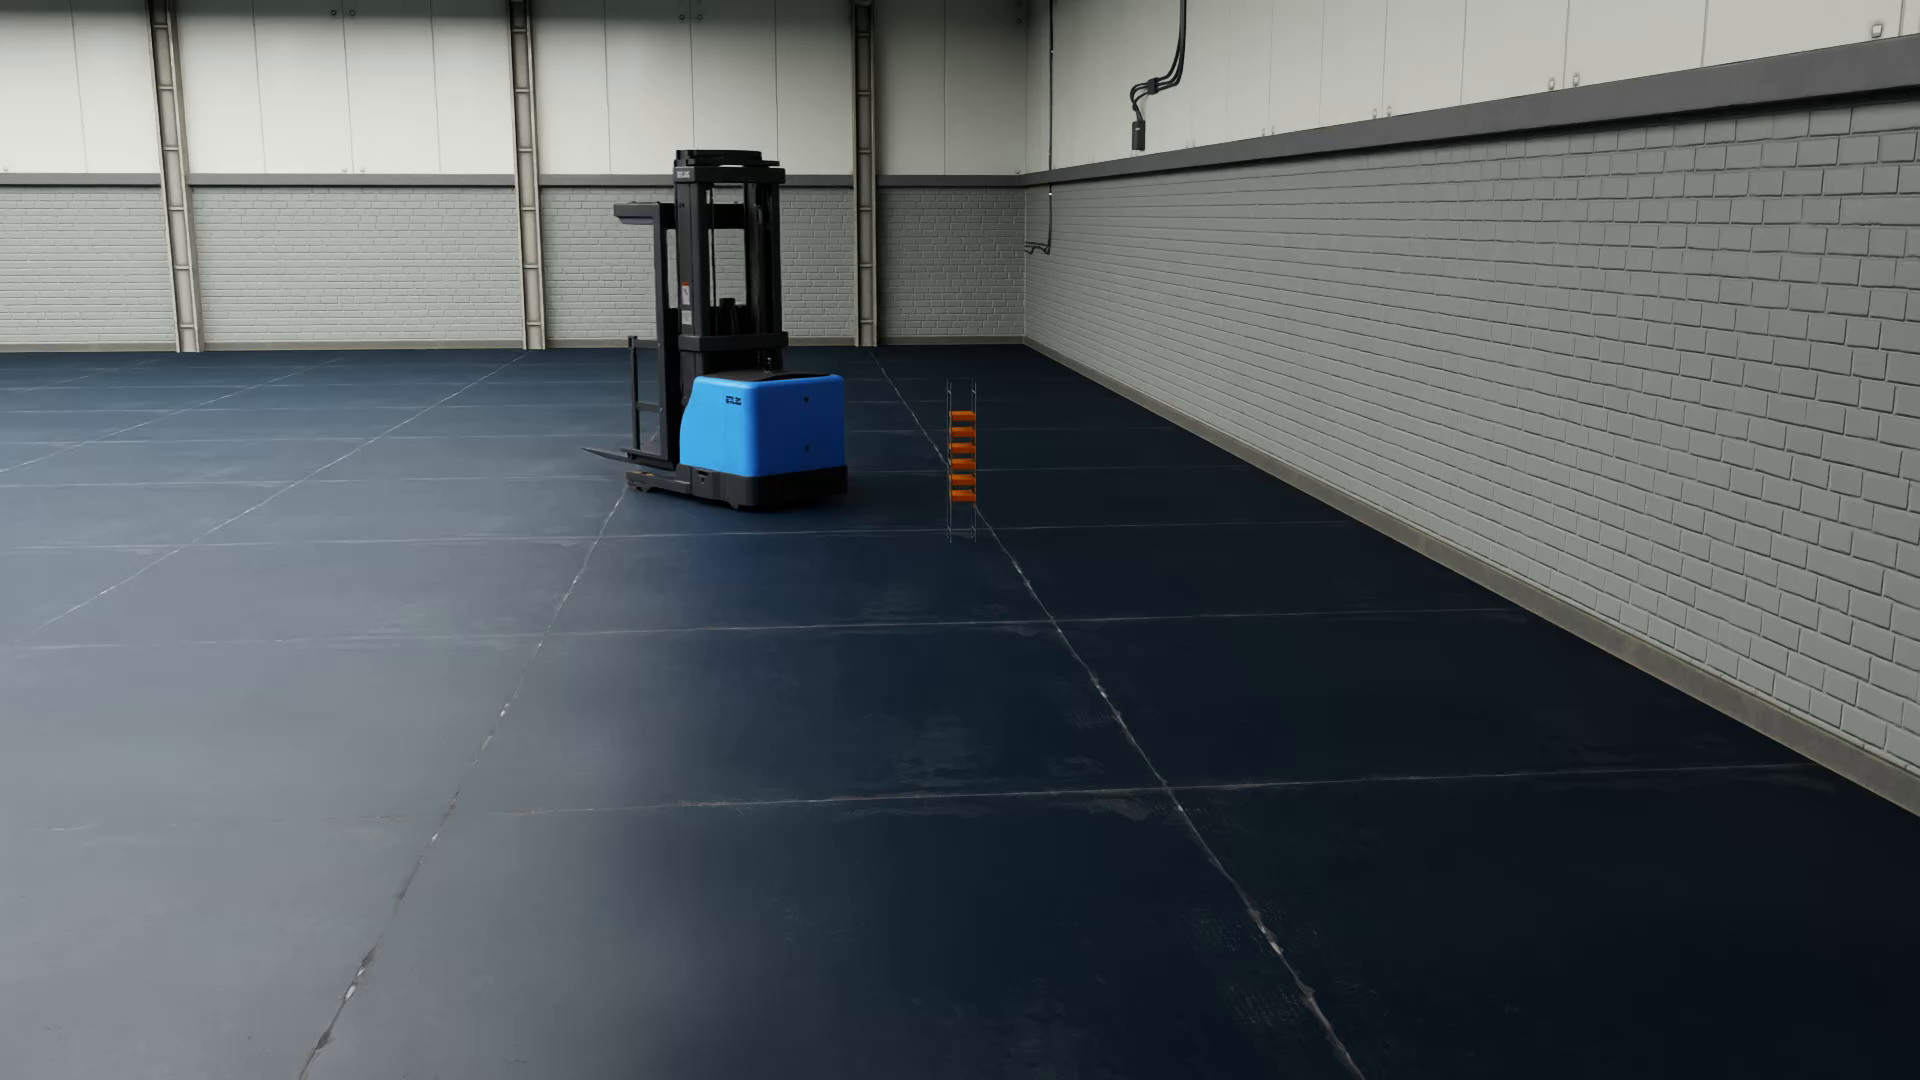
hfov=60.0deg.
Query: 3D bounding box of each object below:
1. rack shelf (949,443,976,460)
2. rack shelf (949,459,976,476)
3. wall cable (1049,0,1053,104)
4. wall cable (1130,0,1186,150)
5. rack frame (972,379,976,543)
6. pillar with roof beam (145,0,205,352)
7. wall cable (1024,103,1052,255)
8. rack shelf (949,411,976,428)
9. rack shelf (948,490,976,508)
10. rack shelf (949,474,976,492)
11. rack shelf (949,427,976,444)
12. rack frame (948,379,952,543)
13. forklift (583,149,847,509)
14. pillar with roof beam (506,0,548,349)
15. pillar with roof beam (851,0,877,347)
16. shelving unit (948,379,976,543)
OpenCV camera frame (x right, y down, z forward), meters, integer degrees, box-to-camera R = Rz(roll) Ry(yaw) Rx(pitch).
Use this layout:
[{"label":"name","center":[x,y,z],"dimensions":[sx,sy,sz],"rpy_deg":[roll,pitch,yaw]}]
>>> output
[{"label":"rack shelf","center":[0.014,-0.663,12.388],"dimensions":[0.180,0.103,0.258],"rpy_deg":[-1,11,-6]},{"label":"rack shelf","center":[0.014,-0.545,12.412],"dimensions":[0.180,0.103,0.258],"rpy_deg":[-1,11,-6]},{"label":"wall cable","center":[1.620,-8.261,26.167],"dimensions":[0.112,2.526,3.097],"rpy_deg":[-1,11,-6]},{"label":"wall cable","center":[2.338,-7.673,19.403],"dimensions":[0.169,6.003,2.305],"rpy_deg":[-1,11,-6]},{"label":"rack frame","center":[0.105,-0.591,12.413],"dimensions":[0.006,1.200,0.240],"rpy_deg":[-1,11,-6]},{"label":"pillar with roof beam","center":[-13.208,-6.942,24.500],"dimensions":[0.400,9.000,9.100],"rpy_deg":[-1,11,-6]},{"label":"wall cable","center":[1.328,-6.302,29.293],"dimensions":[0.112,2.526,3.097],"rpy_deg":[-1,11,-6]},{"label":"rack shelf","center":[0.014,-0.899,12.342],"dimensions":[0.180,0.103,0.258],"rpy_deg":[-1,11,-6]},{"label":"rack shelf","center":[0.014,-0.310,12.458],"dimensions":[0.180,0.103,0.258],"rpy_deg":[-1,11,-6]},{"label":"rack shelf","center":[0.014,-0.428,12.435],"dimensions":[0.180,0.103,0.258],"rpy_deg":[-1,11,-6]},{"label":"rack shelf","center":[0.014,-0.781,12.365],"dimensions":[0.180,0.103,0.258],"rpy_deg":[-1,11,-6]},{"label":"rack frame","center":[-0.077,-0.587,12.393],"dimensions":[0.006,1.200,0.240],"rpy_deg":[-1,11,-6]},{"label":"forklift","center":[-2.323,-1.919,14.678],"dimensions":[1.130,2.935,3.031],"rpy_deg":[-10,15,-41]},{"label":"pillar with roof beam","center":[-7.243,-7.067,25.136],"dimensions":[0.548,9.000,9.100],"rpy_deg":[-1,11,-6]},{"label":"pillar with roof beam","center":[-1.278,-7.192,25.772],"dimensions":[0.548,9.000,9.100],"rpy_deg":[-1,11,-6]},{"label":"shelving unit","center":[0.014,-0.589,12.403],"dimensions":[0.189,1.200,0.258],"rpy_deg":[-1,11,-6]}]
